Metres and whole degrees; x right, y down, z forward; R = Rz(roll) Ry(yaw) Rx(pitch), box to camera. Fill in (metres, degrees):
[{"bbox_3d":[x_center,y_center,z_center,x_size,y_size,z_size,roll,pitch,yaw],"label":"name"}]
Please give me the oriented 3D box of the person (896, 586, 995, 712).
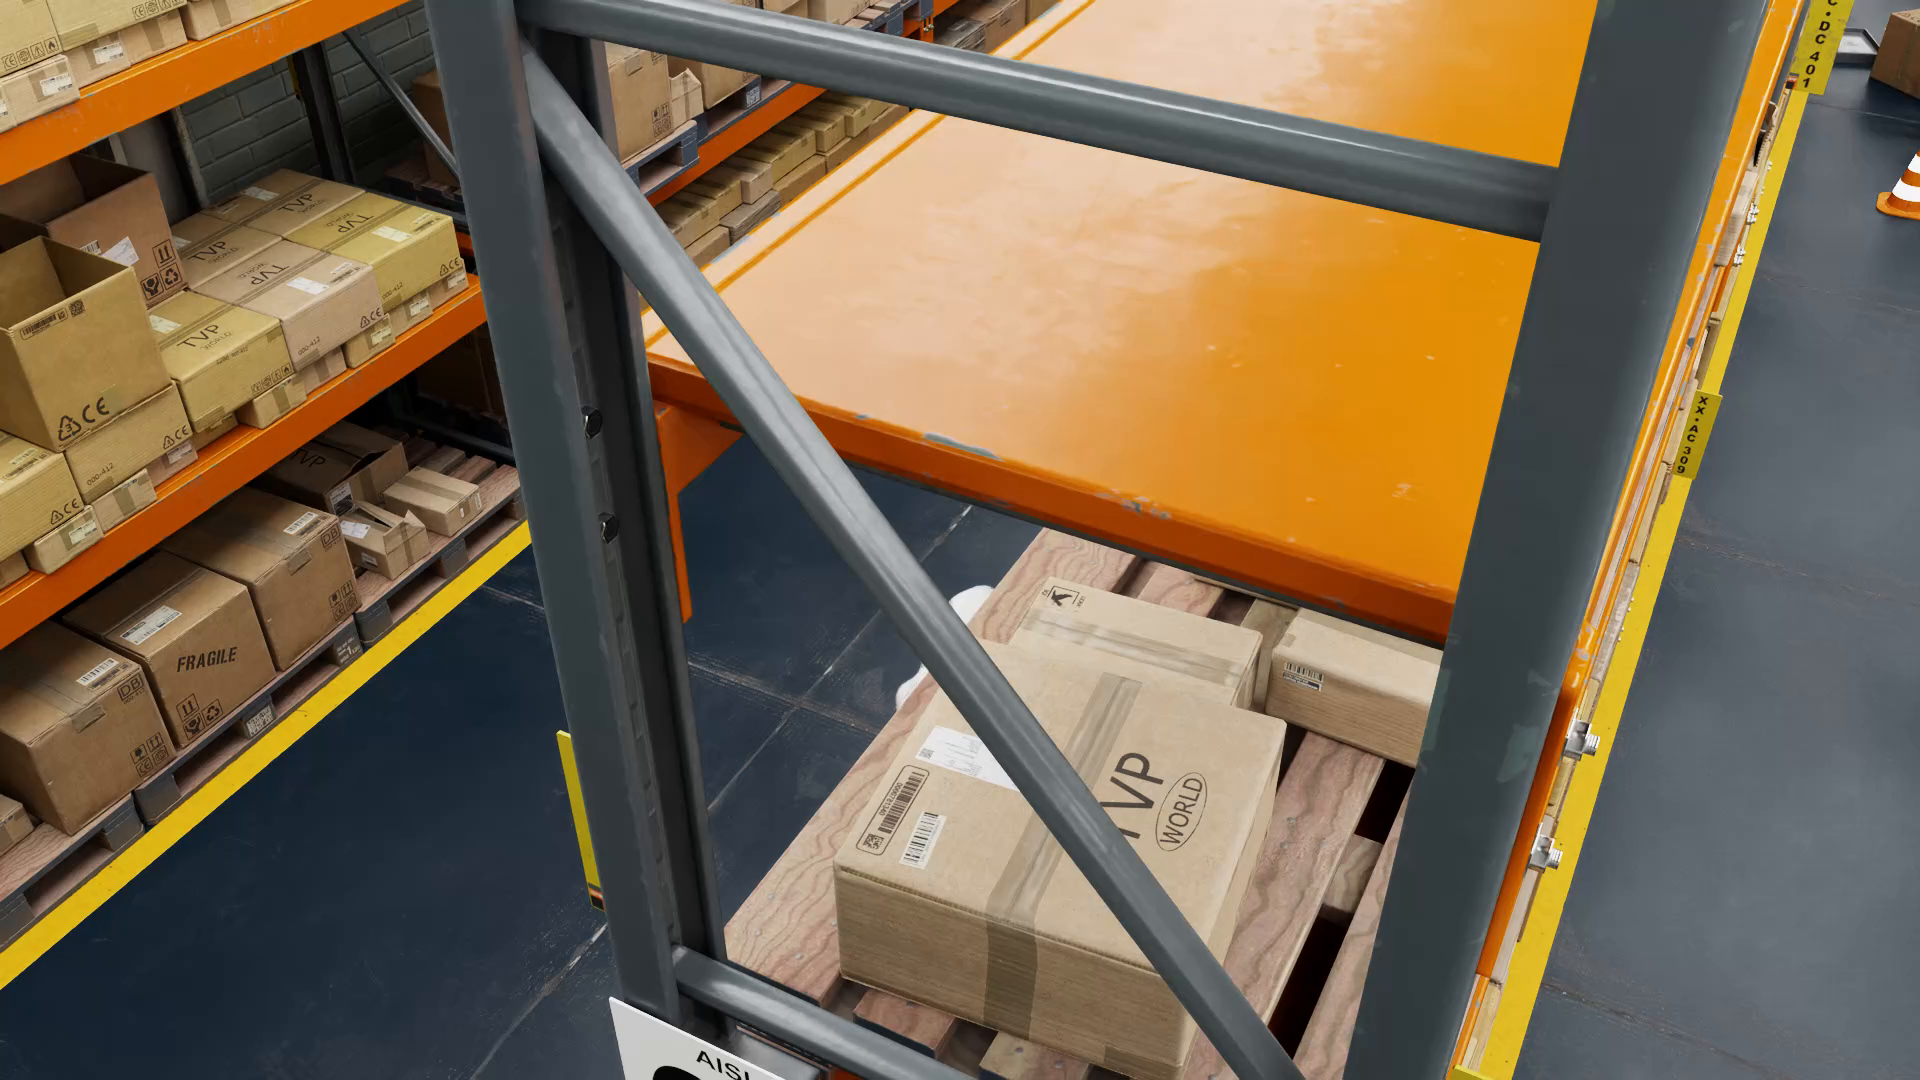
[{"bbox_3d":[0.038,0.779,6.321,0.490,1.030,0.979,16,40,19],"label":"person"}]
